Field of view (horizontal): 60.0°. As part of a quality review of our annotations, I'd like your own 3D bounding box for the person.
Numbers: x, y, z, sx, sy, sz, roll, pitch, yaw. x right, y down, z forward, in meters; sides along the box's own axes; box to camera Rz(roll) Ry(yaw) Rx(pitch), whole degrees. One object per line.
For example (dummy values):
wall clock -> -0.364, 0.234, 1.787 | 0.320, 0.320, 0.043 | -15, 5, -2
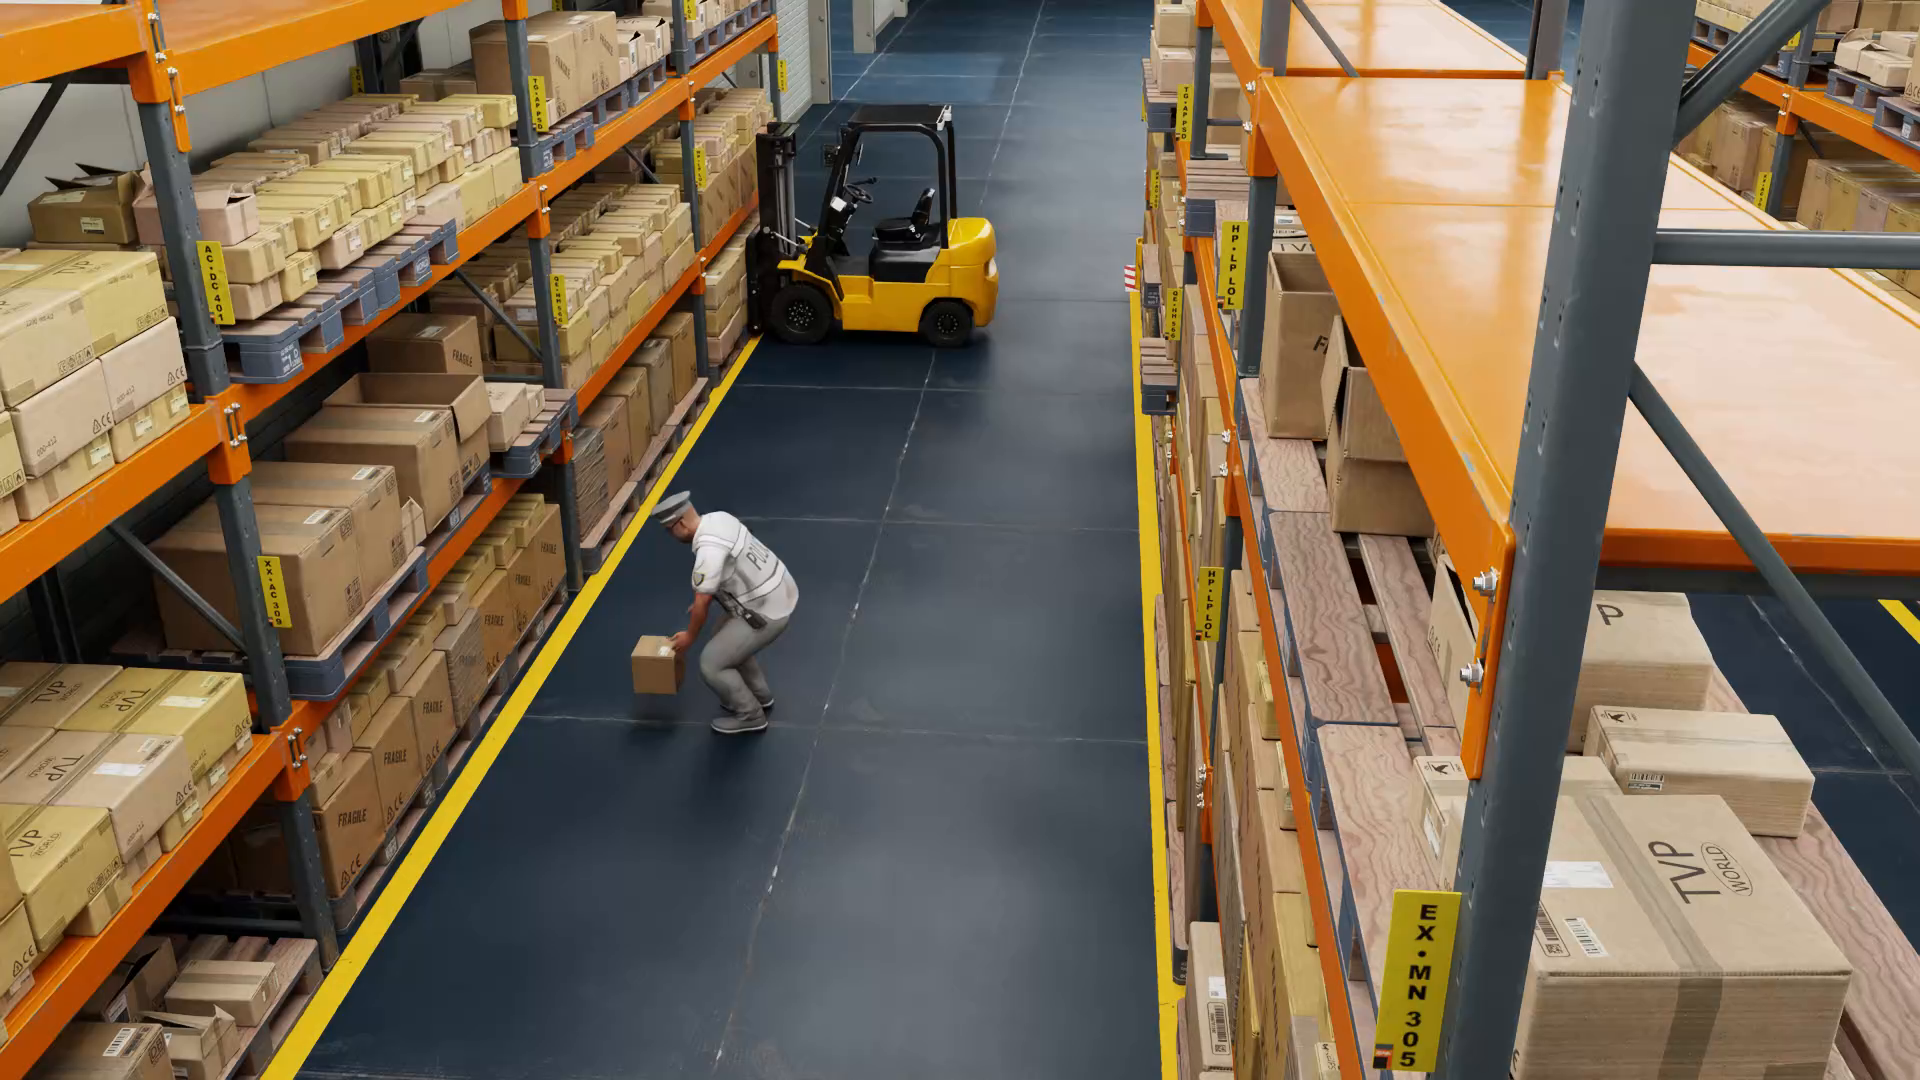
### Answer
person -> -1.331, 0.418, 9.500 | 0.807, 1.412, 0.591 | 2, 24, 4
